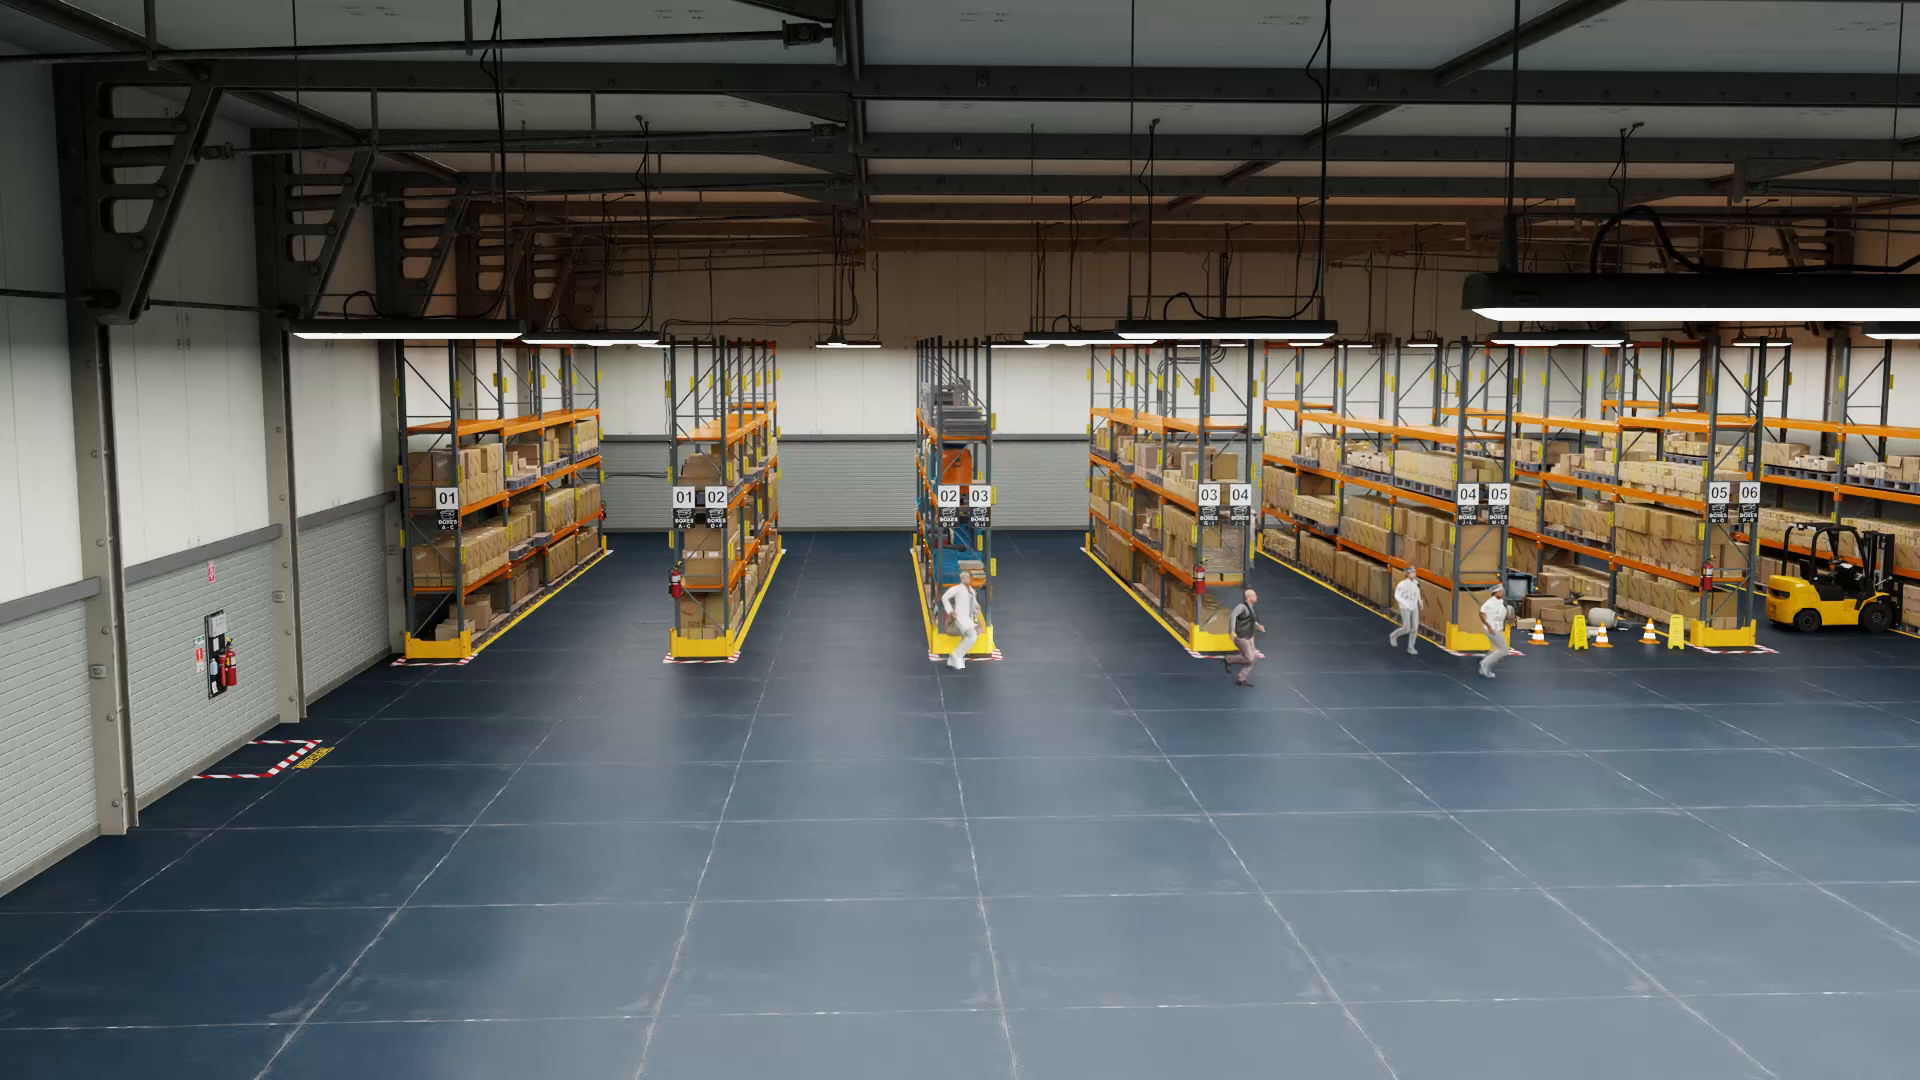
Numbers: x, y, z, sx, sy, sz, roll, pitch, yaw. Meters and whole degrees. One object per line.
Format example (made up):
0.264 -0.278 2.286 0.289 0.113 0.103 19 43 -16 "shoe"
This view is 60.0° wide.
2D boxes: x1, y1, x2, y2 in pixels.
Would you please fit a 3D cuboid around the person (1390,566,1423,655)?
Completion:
8.531 1.309 31.687 0.649 1.677 0.679 -3 7 -27 "person"

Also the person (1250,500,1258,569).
7.629 -0.176 44.180 0.679 1.820 0.945 -1 7 -6 "person"

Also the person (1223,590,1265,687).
4.887 1.646 28.466 0.626 1.603 0.693 4 8 31 "person"

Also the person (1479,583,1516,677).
9.441 1.583 29.184 0.584 1.662 0.559 5 8 35 "person"

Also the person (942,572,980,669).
0.086 1.448 30.097 0.637 1.741 0.705 3 7 27 "person"
